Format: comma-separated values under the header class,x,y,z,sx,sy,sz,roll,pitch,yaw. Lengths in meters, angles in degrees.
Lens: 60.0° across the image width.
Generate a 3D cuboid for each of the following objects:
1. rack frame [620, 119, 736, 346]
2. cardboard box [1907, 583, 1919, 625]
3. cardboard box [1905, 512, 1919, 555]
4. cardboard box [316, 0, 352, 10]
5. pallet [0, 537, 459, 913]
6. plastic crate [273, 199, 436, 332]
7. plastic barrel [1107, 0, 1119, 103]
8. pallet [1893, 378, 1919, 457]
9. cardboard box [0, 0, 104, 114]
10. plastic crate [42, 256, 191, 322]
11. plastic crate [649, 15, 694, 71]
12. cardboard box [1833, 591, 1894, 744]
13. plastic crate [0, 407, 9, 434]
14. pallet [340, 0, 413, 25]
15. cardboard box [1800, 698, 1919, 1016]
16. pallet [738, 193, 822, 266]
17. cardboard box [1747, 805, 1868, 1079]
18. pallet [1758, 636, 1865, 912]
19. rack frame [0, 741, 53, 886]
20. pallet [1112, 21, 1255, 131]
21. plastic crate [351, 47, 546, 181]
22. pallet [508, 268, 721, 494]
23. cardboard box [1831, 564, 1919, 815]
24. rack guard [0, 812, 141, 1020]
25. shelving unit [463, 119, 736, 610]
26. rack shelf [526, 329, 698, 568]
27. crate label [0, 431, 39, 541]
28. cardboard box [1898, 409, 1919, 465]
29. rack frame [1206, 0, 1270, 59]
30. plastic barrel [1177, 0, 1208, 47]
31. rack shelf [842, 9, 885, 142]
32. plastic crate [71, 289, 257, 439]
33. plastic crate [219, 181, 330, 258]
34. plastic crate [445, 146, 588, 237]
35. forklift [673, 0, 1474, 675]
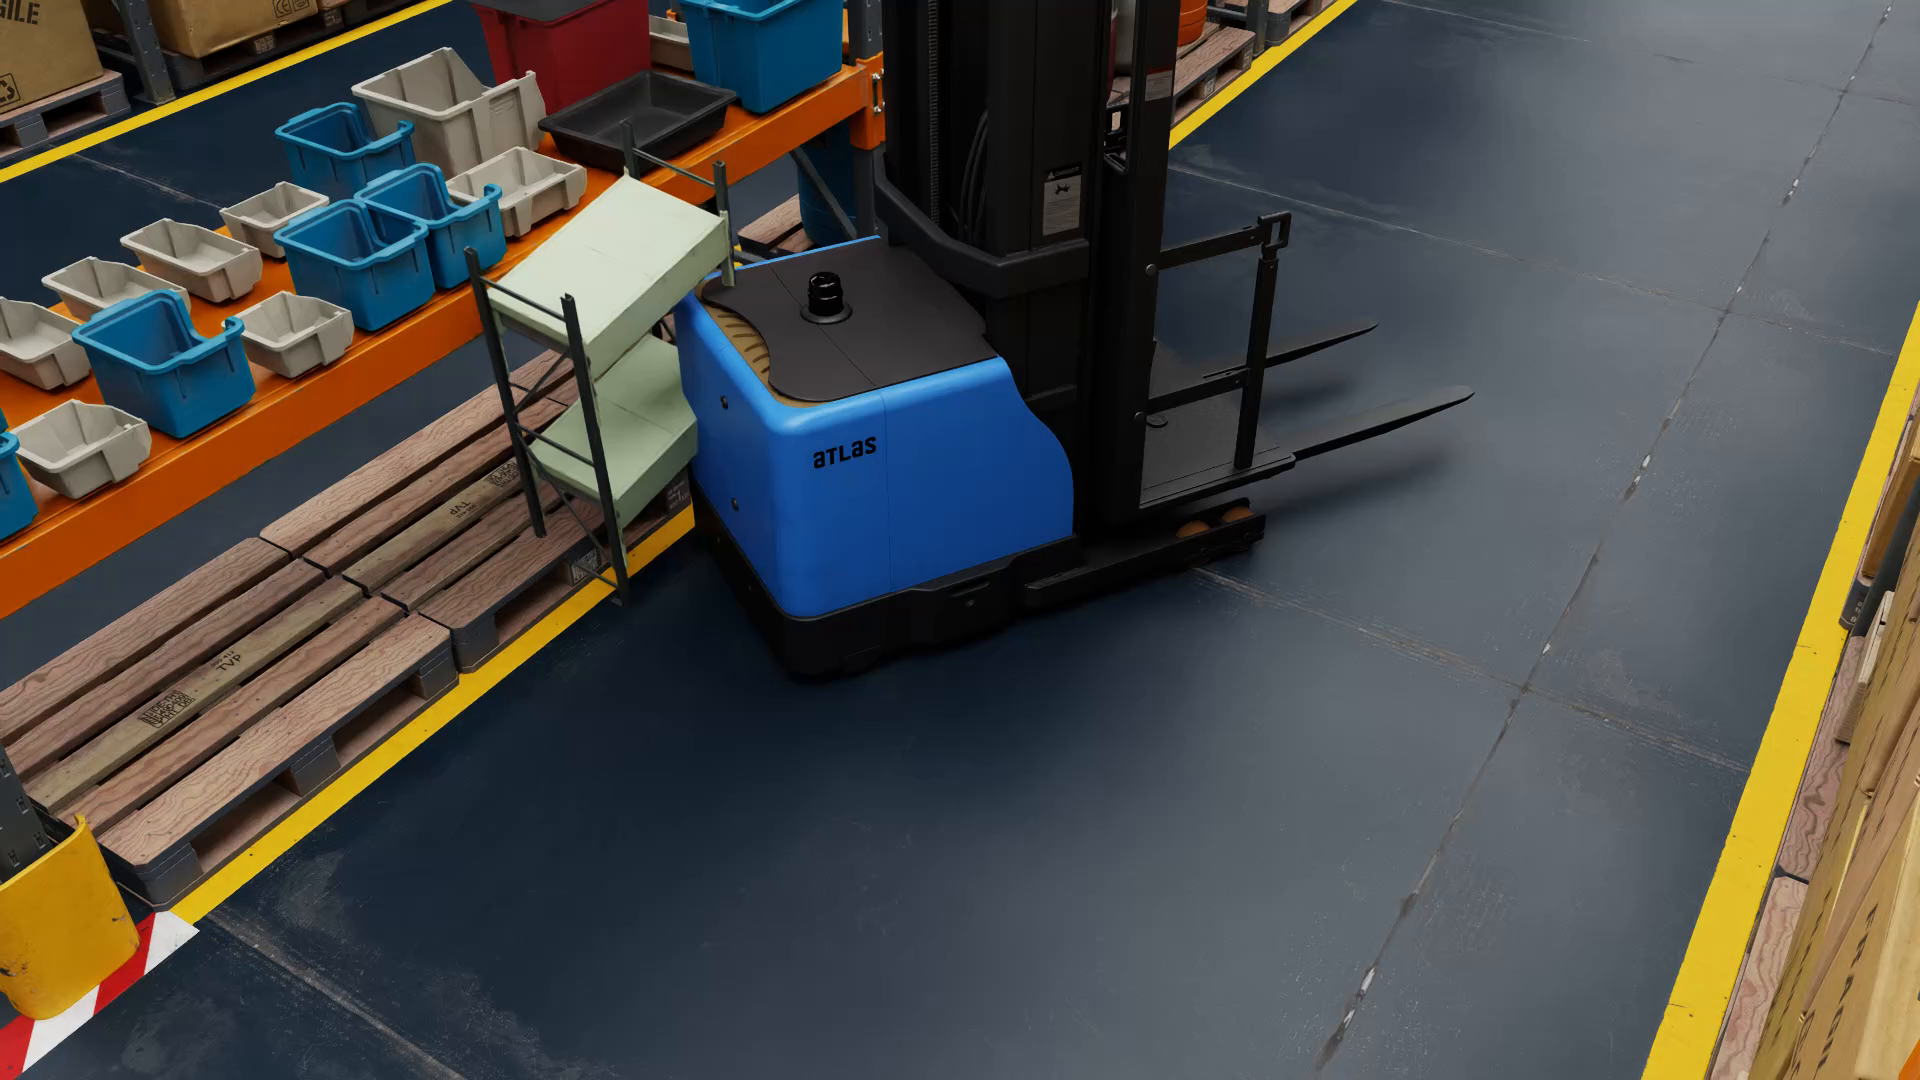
class,x,y,z,sx,sy,sz,roll,pitch,yaw
rack frame,-0.936,-0.782,5.828,0.400,1.500,0.023,26,54,18
cardboard box,2.108,-0.082,2.999,0.500,0.500,0.500,23,43,26
cardboard box,2.651,-0.196,3.966,0.500,0.500,0.500,22,43,26
cardboard box,-4.132,-3.960,10.326,1.225,0.875,0.875,20,42,24
pallet,-2.423,0.537,5.381,1.003,0.211,1.213,21,42,25
plastic crate,-1.782,-0.811,4.933,0.416,0.233,0.300,21,42,25
plastic barrel,0.536,-2.651,8.863,0.600,0.588,0.708,21,42,25
pallet,4.483,-0.554,6.796,1.003,0.211,1.213,21,42,25
cardboard box,-5.358,-2.848,8.884,0.875,0.875,0.875,21,42,25
plastic crate,-2.446,-0.699,4.867,0.396,0.136,0.243,21,42,25
plastic crate,-1.124,-1.944,6.481,0.396,0.136,0.243,21,42,25
cardboard box,3.019,0.441,5.063,0.500,0.311,0.500,21,42,25
plastic crate,-2.876,-0.427,4.269,0.616,0.435,0.499,21,42,25
pallet,-3.934,-3.787,10.990,1.003,0.211,1.213,21,42,25
cardboard box,1.559,0.451,2.307,0.500,0.500,0.500,22,43,26
pallet,-0.306,-1.497,8.019,1.003,0.211,1.213,21,42,25
cardboard box,1.568,0.839,2.623,0.500,0.500,0.500,22,43,25
pallet,3.058,0.863,4.958,1.003,0.211,1.213,21,42,25
rack frame,-2.897,-0.155,3.995,1.000,3.000,0.127,21,42,25
pallet,1.002,-2.755,9.651,1.003,0.211,1.213,21,42,25
plastic crate,-1.728,-1.467,5.745,0.437,0.282,0.530,21,42,25
pallet,-1.115,-0.721,7.013,1.003,0.211,1.213,21,42,25
cardboard box,2.110,0.324,3.292,0.500,0.500,0.500,21,42,25
rack guard,-2.899,0.851,4.736,1.175,0.500,0.348,21,42,25
shelving unit,-1.126,-0.543,5.625,0.431,1.500,0.755,26,54,18
rack shelf,-1.138,-0.338,5.878,0.431,0.370,0.720,26,54,18
crate label,-2.487,-0.132,4.053,0.416,0.233,0.303,21,42,25
cardboard box,3.721,-0.380,5.973,0.500,0.500,0.500,21,42,25
rack frame,1.389,-4.280,9.345,1.000,3.000,0.127,21,42,25
plastic barrel,1.141,-3.329,9.545,0.600,0.830,0.708,21,42,25
rack shelf,0.317,-2.964,8.227,1.077,0.370,4.000,21,42,25
plastic crate,-2.134,-0.472,4.493,0.416,0.233,0.300,21,42,25
plastic crate,-2.174,-1.009,5.269,0.298,0.136,0.250,21,42,25
plastic crate,-1.433,-1.141,5.440,0.293,0.136,0.466,21,42,25
forklift,0.560,-1.335,5.581,3.031,2.935,1.130,-17,41,-21
